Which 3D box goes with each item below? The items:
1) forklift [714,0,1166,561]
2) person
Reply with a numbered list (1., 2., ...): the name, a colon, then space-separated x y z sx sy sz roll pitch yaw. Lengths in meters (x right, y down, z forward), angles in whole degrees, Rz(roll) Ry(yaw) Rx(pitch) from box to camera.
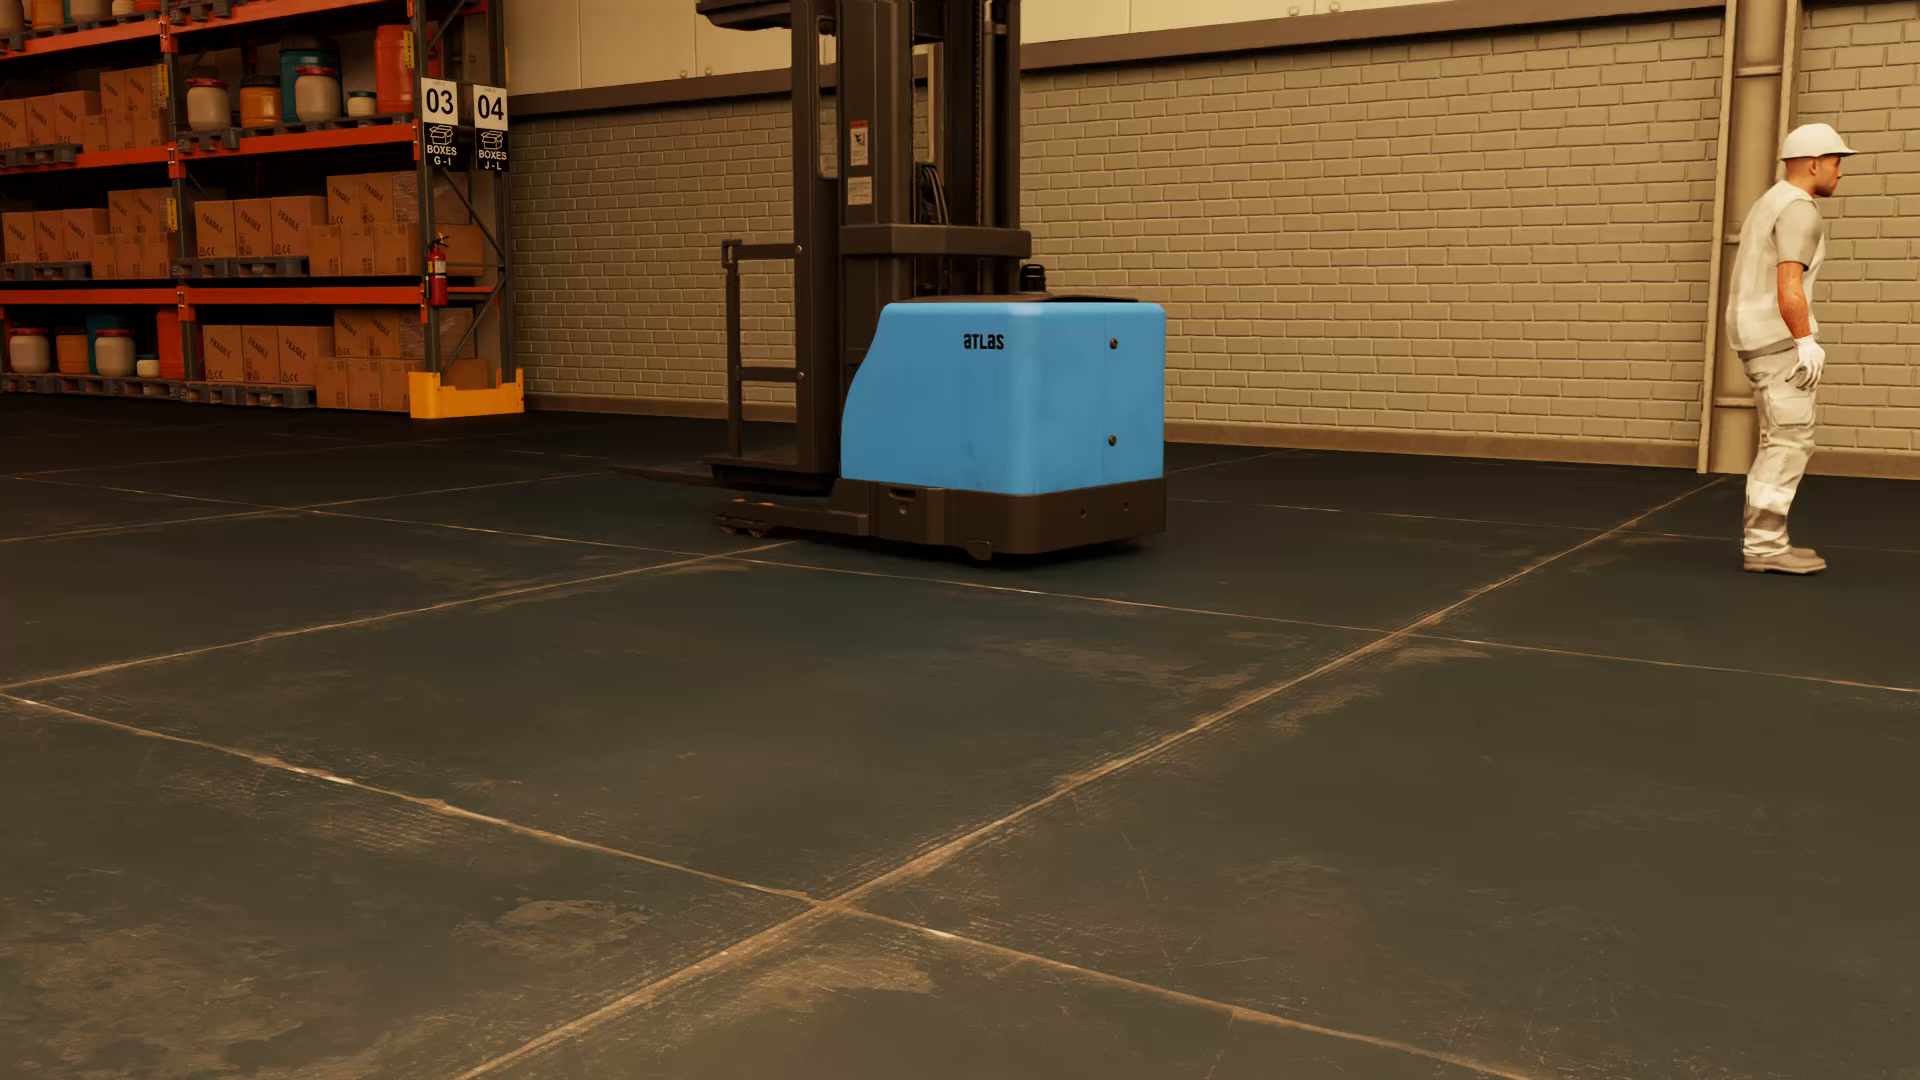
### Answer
1. forklift: -0.523 -1.512 7.823 3.031 2.935 1.130 7 11 41
2. person: 3.335 -0.798 6.705 0.434 1.718 0.609 2 8 14
